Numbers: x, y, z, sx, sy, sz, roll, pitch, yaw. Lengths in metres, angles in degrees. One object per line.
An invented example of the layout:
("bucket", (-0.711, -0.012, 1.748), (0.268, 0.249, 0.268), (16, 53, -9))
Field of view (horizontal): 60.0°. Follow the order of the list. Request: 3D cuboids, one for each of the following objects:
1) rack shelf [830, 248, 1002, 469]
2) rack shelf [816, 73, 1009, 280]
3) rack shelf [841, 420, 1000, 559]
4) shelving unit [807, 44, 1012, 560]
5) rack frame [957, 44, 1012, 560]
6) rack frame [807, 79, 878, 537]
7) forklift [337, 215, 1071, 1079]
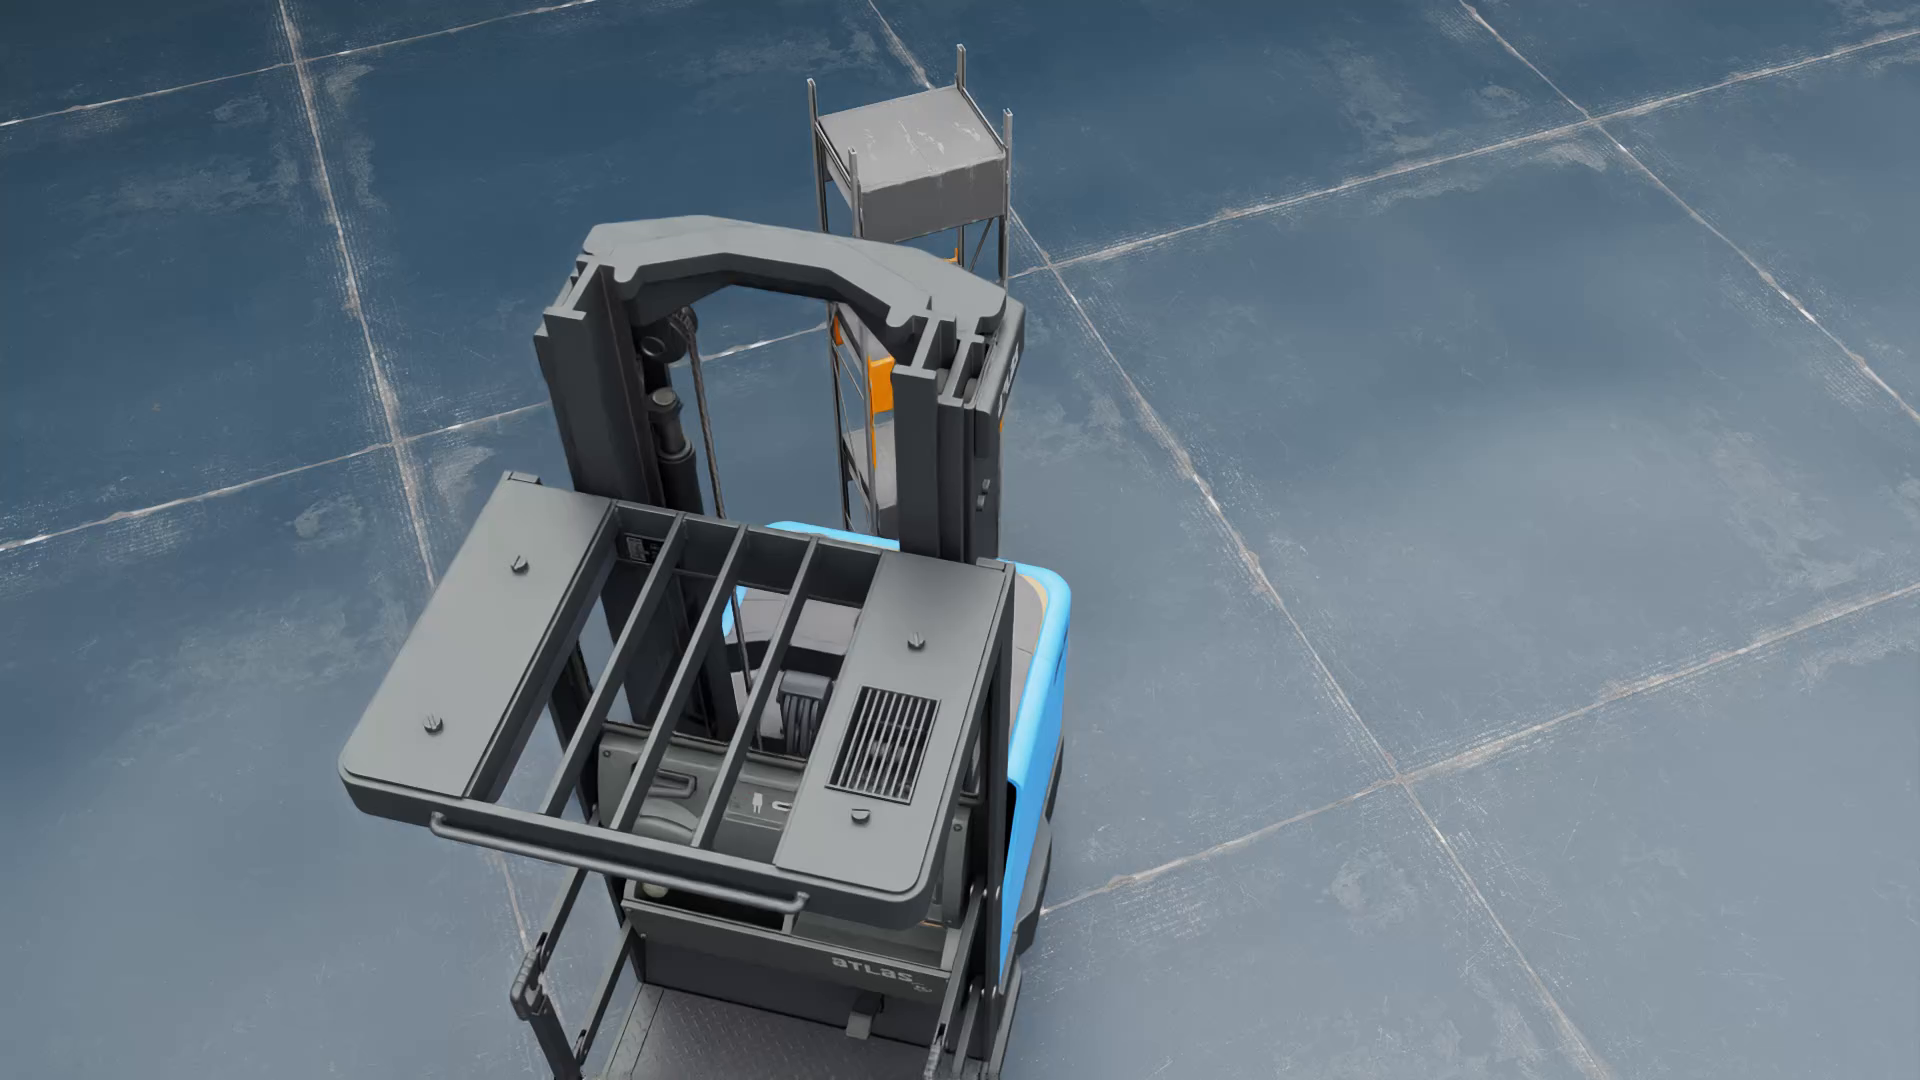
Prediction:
("rack shelf", (-0.153, -0.628, 5.764), (0.480, 0.518, 0.431), (-17, 52, -14))
("rack shelf", (-0.153, -1.084, 5.233), (0.480, 0.518, 0.431), (-17, 52, -14))
("rack shelf", (-0.153, -0.172, 6.295), (0.480, 0.518, 0.431), (-17, 52, -14))
("shelving unit", (-0.153, -0.637, 5.753), (0.503, 2.100, 0.431), (-17, 52, -14))
("rack frame", (0.073, -0.707, 5.814), (0.015, 2.100, 0.400), (-17, 52, -14))
("rack frame", (-0.379, -0.567, 5.693), (0.015, 2.100, 0.400), (-17, 52, -14))
("forklift", (-0.488, 0.845, 3.933), (1.130, 2.935, 3.031), (10, 50, 9))
